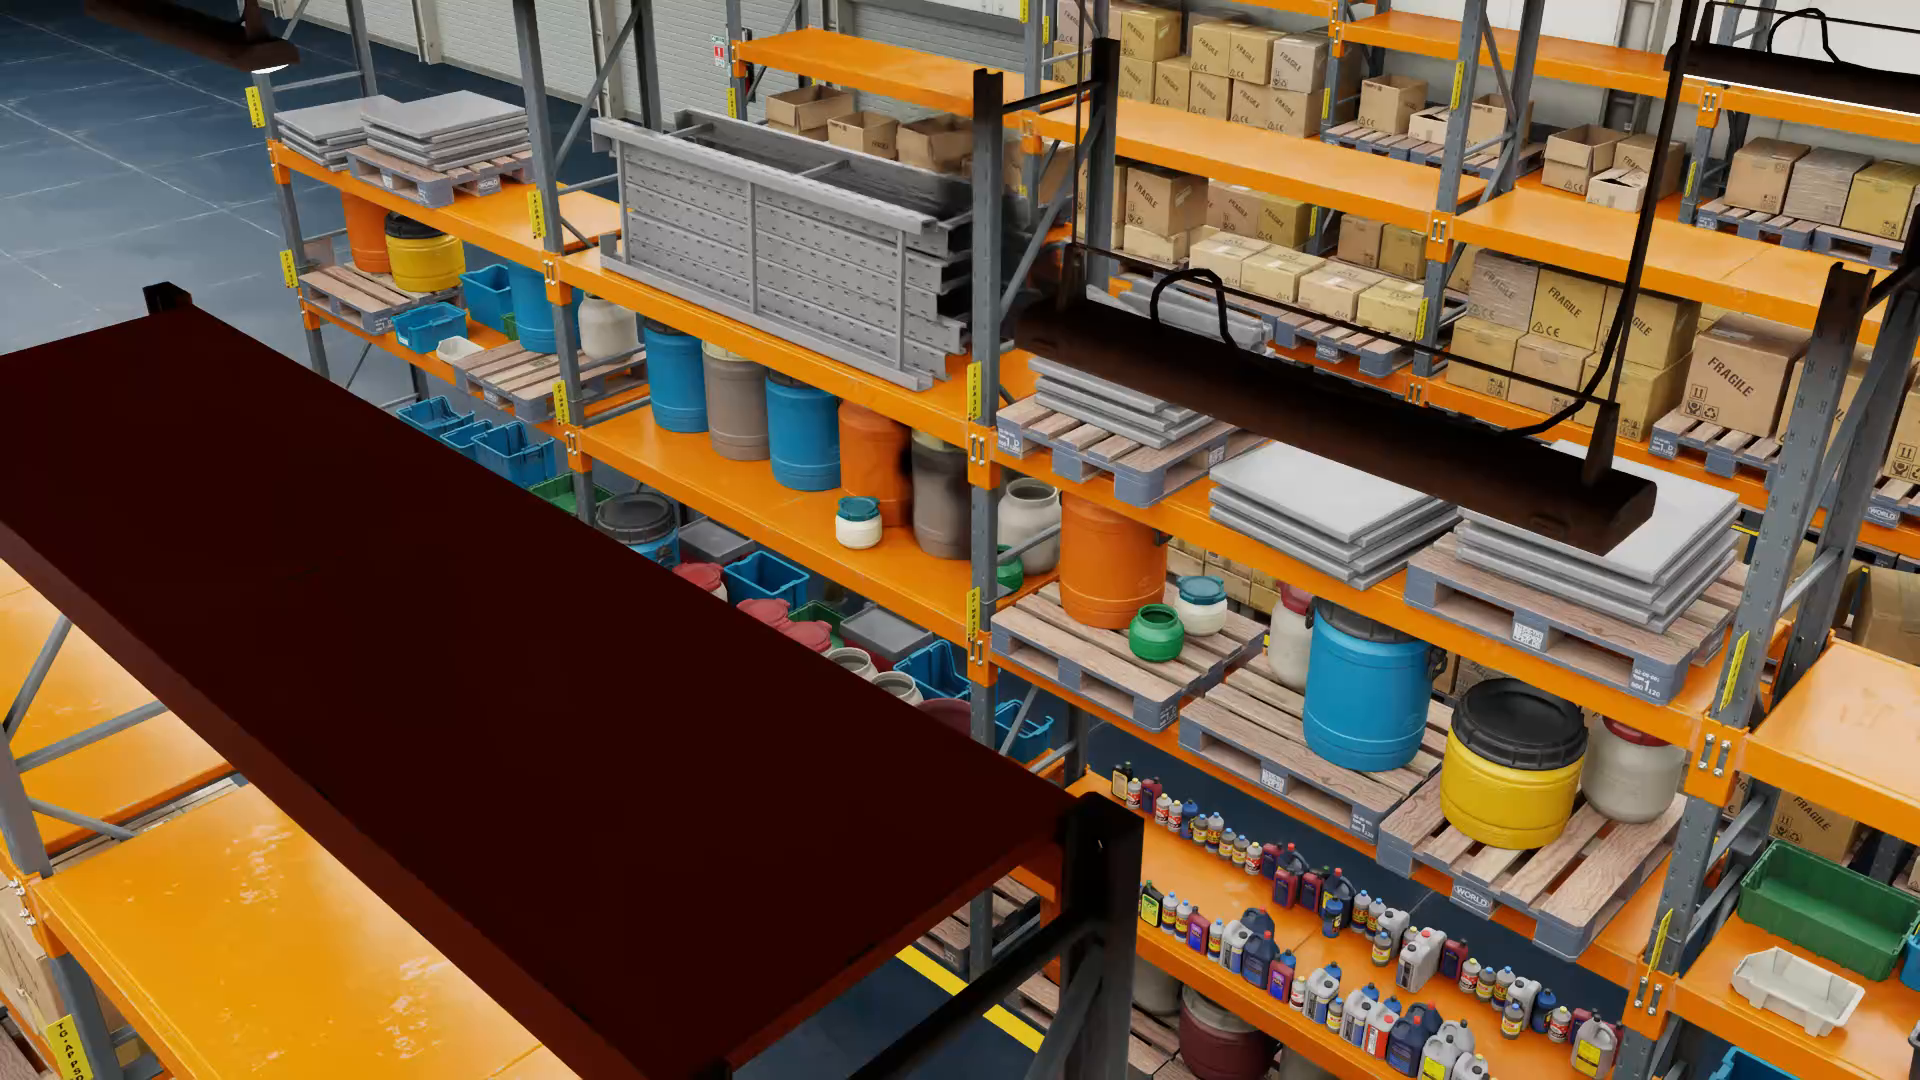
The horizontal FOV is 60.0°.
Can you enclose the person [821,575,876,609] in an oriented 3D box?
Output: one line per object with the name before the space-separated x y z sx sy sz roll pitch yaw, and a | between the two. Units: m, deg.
person | -0.922 -0.115 14.660 0.861 1.855 0.668 14 32 24
